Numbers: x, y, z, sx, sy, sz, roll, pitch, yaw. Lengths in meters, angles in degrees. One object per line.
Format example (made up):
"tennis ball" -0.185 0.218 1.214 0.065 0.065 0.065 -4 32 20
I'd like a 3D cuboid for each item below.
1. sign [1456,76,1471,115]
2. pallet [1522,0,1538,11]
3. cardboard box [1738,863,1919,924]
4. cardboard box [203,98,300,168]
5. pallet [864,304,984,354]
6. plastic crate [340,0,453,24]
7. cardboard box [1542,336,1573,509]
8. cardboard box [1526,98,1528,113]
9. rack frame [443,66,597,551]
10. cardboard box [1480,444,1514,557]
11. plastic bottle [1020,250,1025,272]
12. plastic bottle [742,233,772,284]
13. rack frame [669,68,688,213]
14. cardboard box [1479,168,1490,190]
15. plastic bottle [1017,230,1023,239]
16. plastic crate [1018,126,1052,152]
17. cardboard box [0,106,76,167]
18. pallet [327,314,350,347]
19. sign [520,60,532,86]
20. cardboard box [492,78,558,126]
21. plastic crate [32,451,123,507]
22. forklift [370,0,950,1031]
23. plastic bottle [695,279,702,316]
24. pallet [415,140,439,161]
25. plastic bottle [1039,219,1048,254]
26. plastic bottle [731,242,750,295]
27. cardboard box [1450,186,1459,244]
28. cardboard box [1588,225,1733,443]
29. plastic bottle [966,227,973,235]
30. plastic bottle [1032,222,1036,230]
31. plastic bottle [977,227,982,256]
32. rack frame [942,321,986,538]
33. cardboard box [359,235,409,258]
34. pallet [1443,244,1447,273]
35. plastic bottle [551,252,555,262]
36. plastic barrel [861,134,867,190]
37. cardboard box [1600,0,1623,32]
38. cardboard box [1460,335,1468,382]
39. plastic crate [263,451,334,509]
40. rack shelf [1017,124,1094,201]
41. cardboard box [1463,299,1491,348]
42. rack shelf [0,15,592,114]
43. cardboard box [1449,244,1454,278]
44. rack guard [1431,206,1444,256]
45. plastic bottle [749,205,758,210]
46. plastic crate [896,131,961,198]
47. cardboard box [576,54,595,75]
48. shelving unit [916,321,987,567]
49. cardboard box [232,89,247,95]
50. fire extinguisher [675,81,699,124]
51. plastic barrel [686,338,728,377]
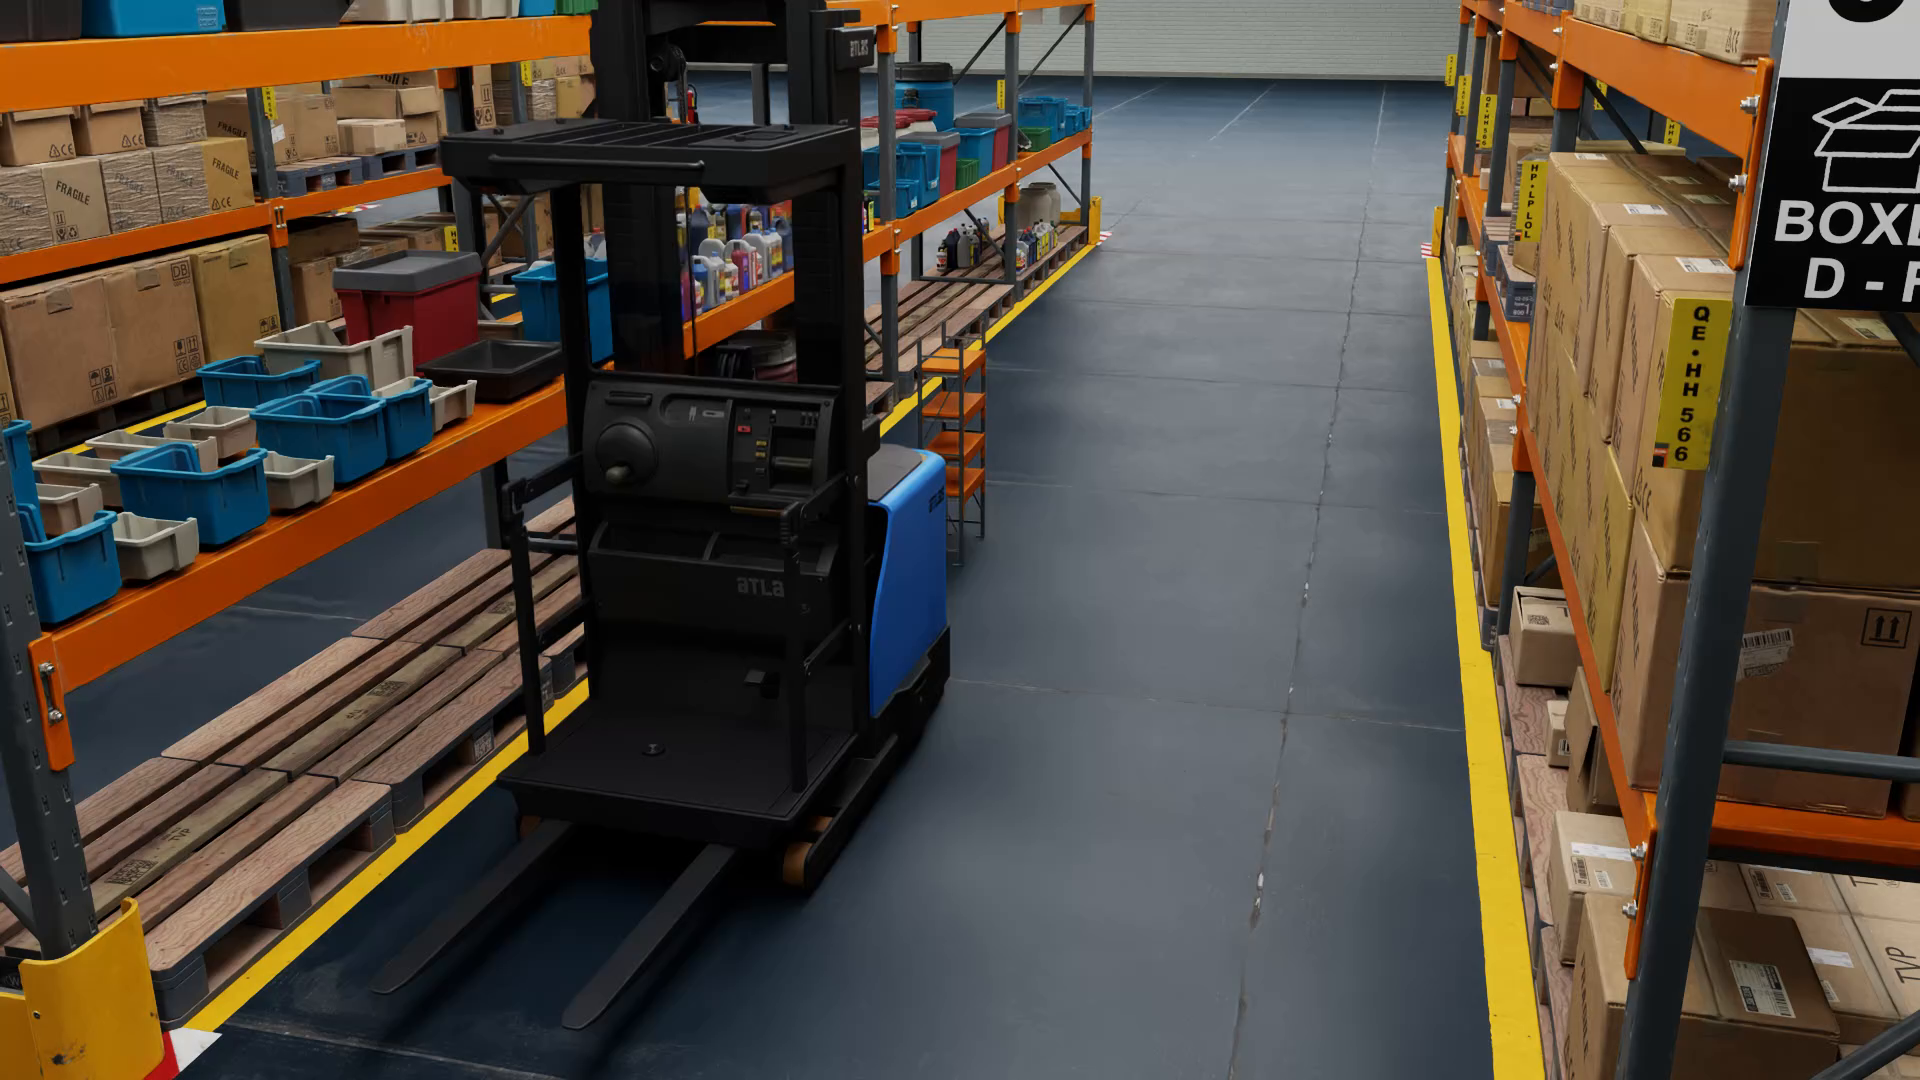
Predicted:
"sign" 4.297 -3.794 14.193 0.100 0.325 0.005 5 19 13
"pallet" 3.359 -2.651 7.958 1.213 0.211 1.003 5 19 13
"cardboard box" 2.556 1.089 4.931 0.500 0.250 0.500 5 19 13
"cardboard box" -5.654 -3.252 13.263 0.500 0.500 0.500 2 19 7
"pallet" -0.417 -1.743 13.965 1.003 0.211 1.213 5 19 13
"plastic crate" -2.058 -1.968 5.852 0.437 0.282 0.530 5 19 13
"cardboard box" 2.246 -0.388 5.528 0.500 0.500 0.500 5 19 13
"cardboard box" 5.150 -3.805 14.530 0.380 0.149 0.250 5 19 14
"rack frame" -1.921 -1.188 8.026 1.000 3.000 0.127 5 19 13
"cardboard box" 2.853 -0.153 8.181 0.500 0.500 0.500 5 19 14
"plastic bottle" 0.586 -2.709 16.126 0.097 0.201 0.097 0 19 0
"plastic bottle" -1.156 -1.608 9.445 0.152 0.276 0.135 5 19 13
"rack frame" -3.792 -5.341 20.183 1.000 3.000 0.127 5 19 13
"cardboard box" 4.421 -2.923 13.493 0.380 0.149 0.250 5 19 13
"plastic bottle" 0.633 -3.032 16.956 0.152 0.276 0.135 5 19 13
"plastic crate" 0.639 -3.999 16.582 0.450 0.188 0.662 5 19 13
"cardboard box" -6.261 -2.713 10.782 0.797 0.503 0.637 5 20 15
"pallet" -5.555 -1.759 14.009 1.003 0.211 1.213 5 19 13
"sign" -4.230 -4.592 16.200 0.100 0.325 0.005 5 19 13
"cardboard box" -4.600 -4.411 16.847 0.875 0.500 0.500 5 19 13
"plastic crate" -2.790 -0.198 5.441 0.396 0.136 0.243 5 19 13
"forklift" -0.943 -0.332 5.625 1.130 2.935 3.031 5 20 15
"plastic bottle" -1.375 -1.255 8.529 0.097 0.201 0.097 0 19 0
"pallet" -5.097 -3.768 15.876 1.003 0.211 1.213 5 19 13
"plastic bottle" 0.828 -3.121 17.103 0.144 0.351 0.185 5 20 16
"plastic bottle" -1.201 -1.493 9.098 0.061 0.283 0.133 5 19 13
"cardboard box" 5.097 -3.189 16.328 0.500 0.500 0.500 5 19 13
"cardboard box" 1.991 -0.545 4.442 0.500 0.500 0.500 5 20 15
"plastic bottle" 0.081 -3.052 17.015 0.152 0.276 0.135 5 19 14
"plastic bottle" 0.795 -3.193 17.418 0.061 0.283 0.133 5 19 13
"plastic bottle" 0.184 -3.047 16.990 0.061 0.283 0.133 5 19 13
"rack frame" 0.019 -0.592 9.066 0.240 1.200 0.015 5 19 13
"cardboard box" -5.348 -2.423 14.828 0.700 0.500 0.500 6 20 18
"pallet" 5.667 -2.995 17.628 1.003 0.211 1.213 5 19 13
"plastic bottle" -2.126 -1.358 8.704 0.061 0.283 0.133 5 19 13
"plastic barrel" -0.900 -2.834 12.672 0.421 0.512 0.421 0 19 0
"cardboard box" 2.273 -1.699 5.112 0.500 0.250 0.500 5 19 13
"cardboard box" 3.873 -1.293 11.938 0.500 0.250 0.500 4 19 13
"plastic crate" -2.195 -0.196 5.437 0.250 0.136 0.298 5 19 13
"rack shelf" 0.522 -3.982 17.319 1.077 0.370 4.000 5 19 13
"cardboard box" 3.868 -1.560 11.850 0.500 0.311 0.500 4 19 13
"rack shelf" -2.410 -1.641 5.822 1.077 0.370 4.000 5 19 13
"cardboard box" 4.977 -2.677 15.990 0.500 0.250 0.500 5 19 13
"rack guard" 5.819 -3.382 18.315 1.175 0.500 0.348 5 19 13
"plastic bottle" -1.418 -2.237 11.295 0.097 0.271 0.097 0 19 0
"plastic crate" -0.252 -2.955 13.099 0.402 0.464 0.583 5 19 13
"cardboard box" -4.170 -5.183 17.559 0.500 0.500 0.500 5 19 13
"shelving unit" -0.040 -0.516 8.842 0.258 1.200 0.503 5 19 13
"cardboard box" -8.996 -5.376 20.053 0.875 0.550 0.550 5 19 13
"fire extinguisher" -3.317 -5.304 20.194 0.296 0.674 0.183 5 19 13
"plastic barrel" -1.599 -0.785 9.443 0.600 0.901 0.708 5 19 13
